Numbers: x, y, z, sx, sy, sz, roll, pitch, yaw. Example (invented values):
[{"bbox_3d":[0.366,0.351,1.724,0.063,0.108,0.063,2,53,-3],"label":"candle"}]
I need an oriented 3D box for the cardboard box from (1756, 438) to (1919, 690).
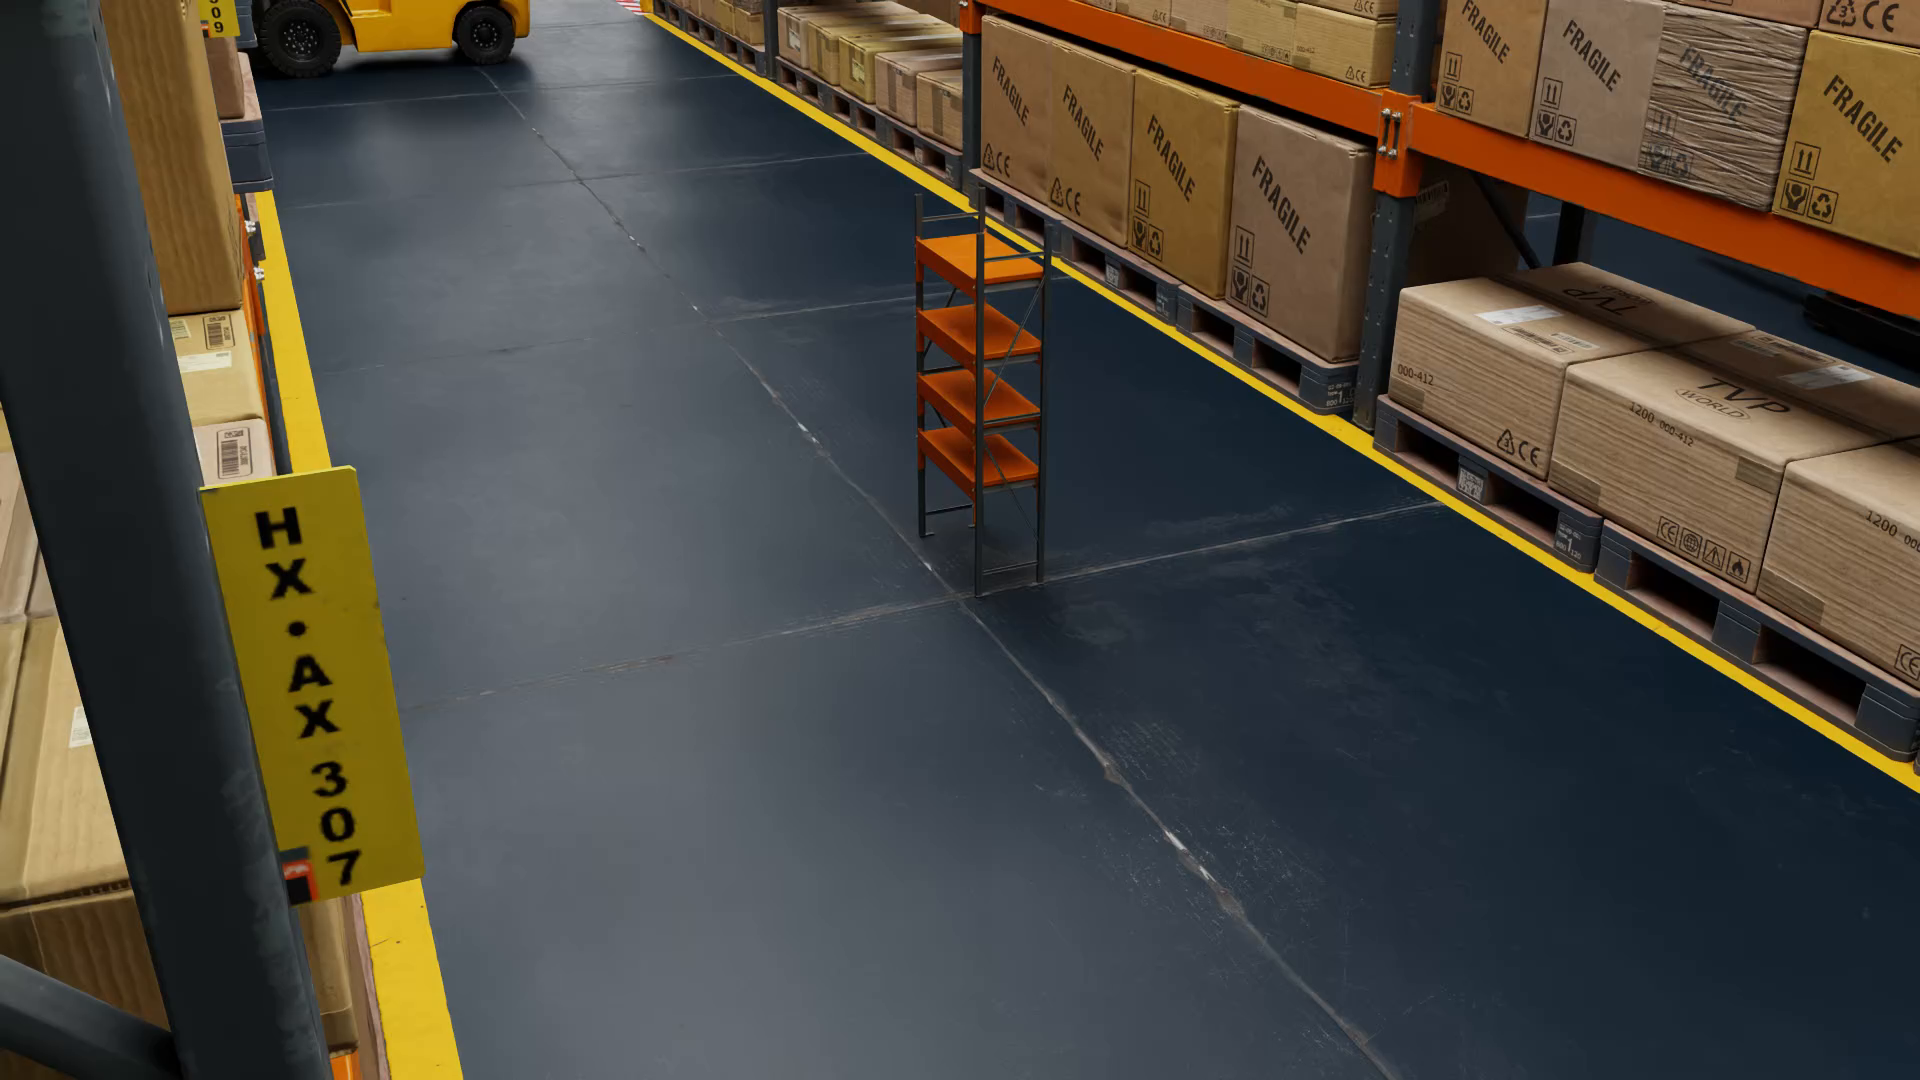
[{"bbox_3d":[2.914,0.080,4.609,0.875,0.438,0.875,-10,28,-19],"label":"cardboard box"}]

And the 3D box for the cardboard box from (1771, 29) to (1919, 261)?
[{"bbox_3d":[2.591,-1.077,4.423,0.500,0.500,0.500,-10,28,-19],"label":"cardboard box"}]

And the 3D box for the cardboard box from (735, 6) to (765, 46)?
[{"bbox_3d":[-1.548,-4.255,13.702,0.500,0.250,0.500,-9,28,-18],"label":"cardboard box"}]

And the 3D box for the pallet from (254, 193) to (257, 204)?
[{"bbox_3d":[-4.828,-2.218,10.052,1.003,0.211,1.213,-11,28,-21],"label":"pallet"}]

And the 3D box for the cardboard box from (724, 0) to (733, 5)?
[{"bbox_3d":[-1.748,-4.797,13.958,0.500,0.500,0.500,-10,28,-20],"label":"cardboard box"}]

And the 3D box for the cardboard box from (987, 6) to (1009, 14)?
[{"bbox_3d":[0.557,-4.645,13.830,0.500,0.500,0.500,-11,28,-21],"label":"cardboard box"}]

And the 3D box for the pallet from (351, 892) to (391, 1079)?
[{"bbox_3d":[-1.752,0.998,3.465,1.003,0.211,1.213,-11,28,-21],"label":"pallet"}]

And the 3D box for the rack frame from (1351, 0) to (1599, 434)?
[{"bbox_3d":[2.064,-1.880,6.182,1.000,3.000,0.127,-11,28,-21],"label":"rack frame"}]

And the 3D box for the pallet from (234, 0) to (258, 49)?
[{"bbox_3d":[-3.738,-2.293,7.245,1.213,0.211,1.003,-11,28,-21],"label":"pallet"}]

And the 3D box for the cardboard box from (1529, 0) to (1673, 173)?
[{"bbox_3d":[2.200,-1.487,5.262,0.500,0.500,0.500,-10,28,-20],"label":"cardboard box"}]

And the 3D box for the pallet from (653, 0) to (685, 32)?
[{"bbox_3d":[-2.320,-5.107,15.968,1.003,0.211,1.213,-11,28,-21],"label":"pallet"}]

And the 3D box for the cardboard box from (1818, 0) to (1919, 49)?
[{"bbox_3d":[2.605,-1.523,4.196,0.500,0.500,0.500,-11,28,-21],"label":"cardboard box"}]

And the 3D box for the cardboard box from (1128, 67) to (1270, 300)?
[{"bbox_3d":[1.387,-1.714,7.784,0.875,0.875,0.875,-10,28,-19],"label":"cardboard box"}]

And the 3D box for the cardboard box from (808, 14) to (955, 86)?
[{"bbox_3d":[-0.576,-3.616,12.255,0.950,0.372,0.625,-9,27,-17],"label":"cardboard box"}]

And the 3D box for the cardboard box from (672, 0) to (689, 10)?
[{"bbox_3d":[-2.381,-5.097,15.426,0.500,0.250,0.500,-10,28,-19],"label":"cardboard box"}]

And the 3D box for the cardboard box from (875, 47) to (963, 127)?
[{"bbox_3d":[-0.011,-3.029,11.051,0.950,0.372,0.625,-11,28,-22],"label":"cardboard box"}]

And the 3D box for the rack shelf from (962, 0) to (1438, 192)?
[{"bbox_3d":[1.281,-2.364,7.993,1.077,0.370,4.000,-11,28,-21],"label":"rack shelf"}]

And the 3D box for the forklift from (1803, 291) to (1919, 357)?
[{"bbox_3d":[4.596,-2.254,7.026,1.130,2.935,3.031,-8,27,-15],"label":"forklift"}]

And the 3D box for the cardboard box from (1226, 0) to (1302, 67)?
[{"bbox_3d":[1.458,-2.156,6.918,0.500,0.250,0.500,-11,28,-21],"label":"cardboard box"}]

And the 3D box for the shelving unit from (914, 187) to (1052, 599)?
[{"bbox_3d":[0.065,-0.472,5.350,0.258,1.200,0.503,-11,28,-21],"label":"shelving unit"}]

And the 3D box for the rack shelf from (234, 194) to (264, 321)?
[{"bbox_3d":[-3.285,-1.510,6.243,1.077,0.370,4.000,-11,28,-21],"label":"rack shelf"}]

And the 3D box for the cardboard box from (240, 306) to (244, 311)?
[{"bbox_3d":[-1.685,-0.525,3.238,0.500,0.250,0.500,-11,28,-21],"label":"cardboard box"}]

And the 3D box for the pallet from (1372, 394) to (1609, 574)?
[{"bbox_3d":[2.290,-0.306,6.137,1.003,0.211,1.213,-11,28,-21],"label":"pallet"}]

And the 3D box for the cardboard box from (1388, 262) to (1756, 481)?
[{"bbox_3d":[2.211,-0.645,6.095,0.875,0.438,0.875,-11,28,-21],"label":"cardboard box"}]

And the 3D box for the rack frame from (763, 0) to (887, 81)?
[{"bbox_3d":[-1.069,-5.110,12.796,1.000,3.000,0.127,-11,28,-21],"label":"rack frame"}]

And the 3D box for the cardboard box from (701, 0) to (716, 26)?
[{"bbox_3d":[-1.960,-4.675,14.561,0.500,0.250,0.500,-10,28,-20],"label":"cardboard box"}]

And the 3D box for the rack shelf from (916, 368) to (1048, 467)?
[{"bbox_3d":[0.065,-0.412,5.379,0.258,0.148,0.480,-11,28,-21],"label":"rack shelf"}]

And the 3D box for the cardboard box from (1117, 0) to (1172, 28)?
[{"bbox_3d":[1.072,-2.571,7.768,0.500,0.250,0.500,-11,28,-21],"label":"cardboard box"}]

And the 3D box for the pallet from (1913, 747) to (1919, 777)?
[{"bbox_3d":[3.246,0.679,4.120,1.003,0.211,1.213,-11,28,-21],"label":"pallet"}]

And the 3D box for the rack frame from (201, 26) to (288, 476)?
[{"bbox_3d":[-2.502,-1.026,4.432,1.000,3.000,0.127,-11,28,-21],"label":"rack frame"}]

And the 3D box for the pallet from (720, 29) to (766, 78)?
[{"bbox_3d":[-1.364,-4.122,13.951,1.003,0.211,1.213,-11,28,-21],"label":"pallet"}]

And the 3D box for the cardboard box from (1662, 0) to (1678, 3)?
[{"bbox_3d":[2.220,-1.935,5.042,0.500,0.500,0.500,-11,28,-21],"label":"cardboard box"}]

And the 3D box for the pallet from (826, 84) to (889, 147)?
[{"bbox_3d":[-0.281,-3.049,11.755,1.003,0.211,1.213,-11,28,-21],"label":"pallet"}]

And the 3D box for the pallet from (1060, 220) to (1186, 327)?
[{"bbox_3d":[1.211,-1.419,8.415,1.003,0.211,1.213,-11,28,-21],"label":"pallet"}]

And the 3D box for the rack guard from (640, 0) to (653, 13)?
[{"bbox_3d":[-2.605,-5.570,16.589,1.175,0.500,0.348,-11,28,-21],"label":"rack guard"}]

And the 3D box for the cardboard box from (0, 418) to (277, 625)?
[{"bbox_3d":[-1.063,0.090,1.979,0.500,0.250,0.500,-10,28,-20],"label":"cardboard box"}]

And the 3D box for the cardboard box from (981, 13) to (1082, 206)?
[{"bbox_3d":[0.692,-2.436,9.263,0.875,0.875,0.875,-11,28,-21],"label":"cardboard box"}]

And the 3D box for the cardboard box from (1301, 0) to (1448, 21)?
[{"bbox_3d":[1.668,-2.173,6.384,0.500,0.250,0.500,-11,28,-21],"label":"cardboard box"}]

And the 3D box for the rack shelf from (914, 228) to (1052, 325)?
[{"bbox_3d":[0.065,-0.825,5.177,0.258,0.148,0.480,-11,28,-21],"label":"rack shelf"}]

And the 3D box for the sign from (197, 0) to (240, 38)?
[{"bbox_3d":[-2.005,-1.511,4.439,0.100,0.325,0.005,-11,28,-21],"label":"sign"}]

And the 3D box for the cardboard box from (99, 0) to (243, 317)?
[{"bbox_3d":[-1.453,-0.649,2.638,0.500,0.500,0.500,-10,28,-19],"label":"cardboard box"}]

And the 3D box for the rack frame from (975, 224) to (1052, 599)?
[{"bbox_3d":[0.160,-0.374,5.148,0.240,1.200,0.015,-11,28,-21],"label":"rack frame"}]

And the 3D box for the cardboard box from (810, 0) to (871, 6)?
[{"bbox_3d":[-1.051,-4.684,13.726,0.500,0.500,0.500,-9,27,-18],"label":"cardboard box"}]

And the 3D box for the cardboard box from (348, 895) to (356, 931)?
[{"bbox_3d":[-1.501,0.678,3.313,0.500,0.500,0.500,-10,28,-20],"label":"cardboard box"}]
